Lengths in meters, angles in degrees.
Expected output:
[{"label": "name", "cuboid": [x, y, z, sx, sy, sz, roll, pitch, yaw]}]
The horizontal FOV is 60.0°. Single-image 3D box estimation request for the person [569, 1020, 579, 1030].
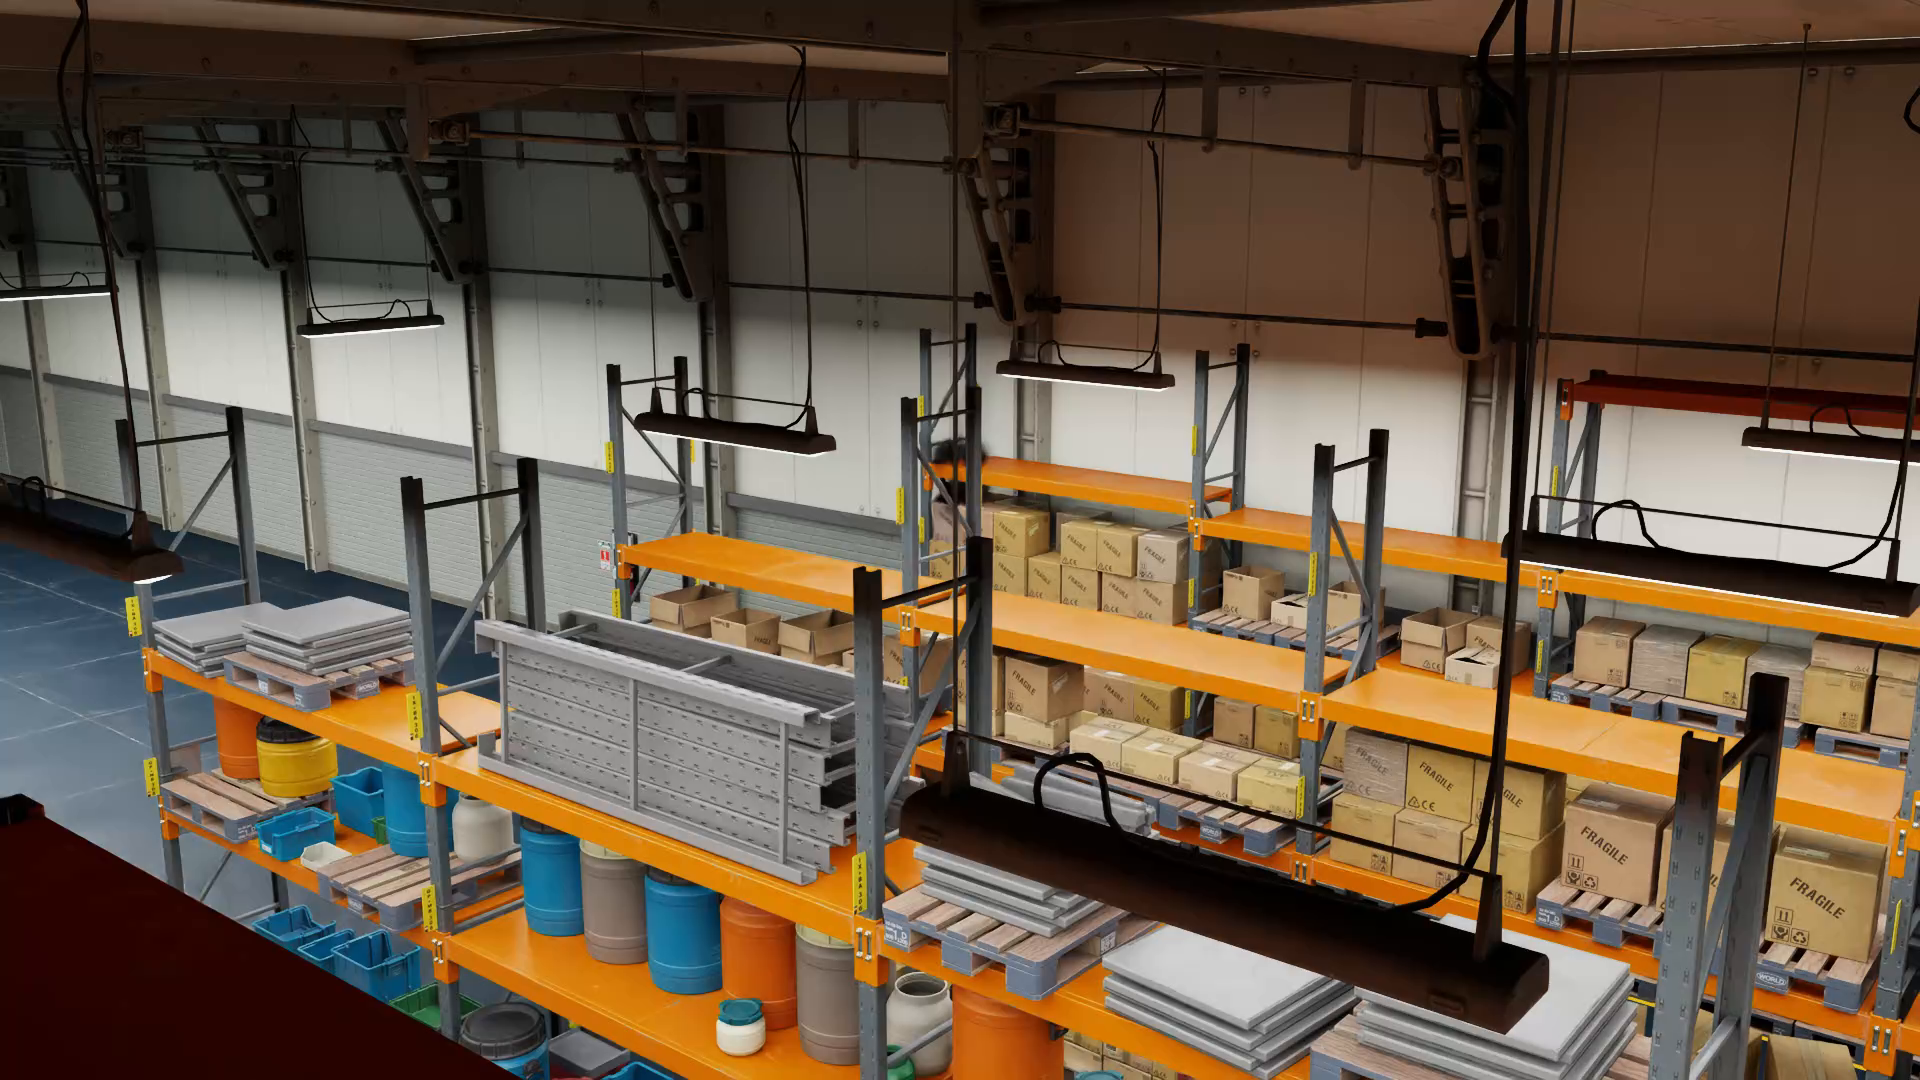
[{"label": "person", "cuboid": [-3.221, 4.090, 14.172, 0.852, 1.767, 0.680, 12, 17, 43]}]
